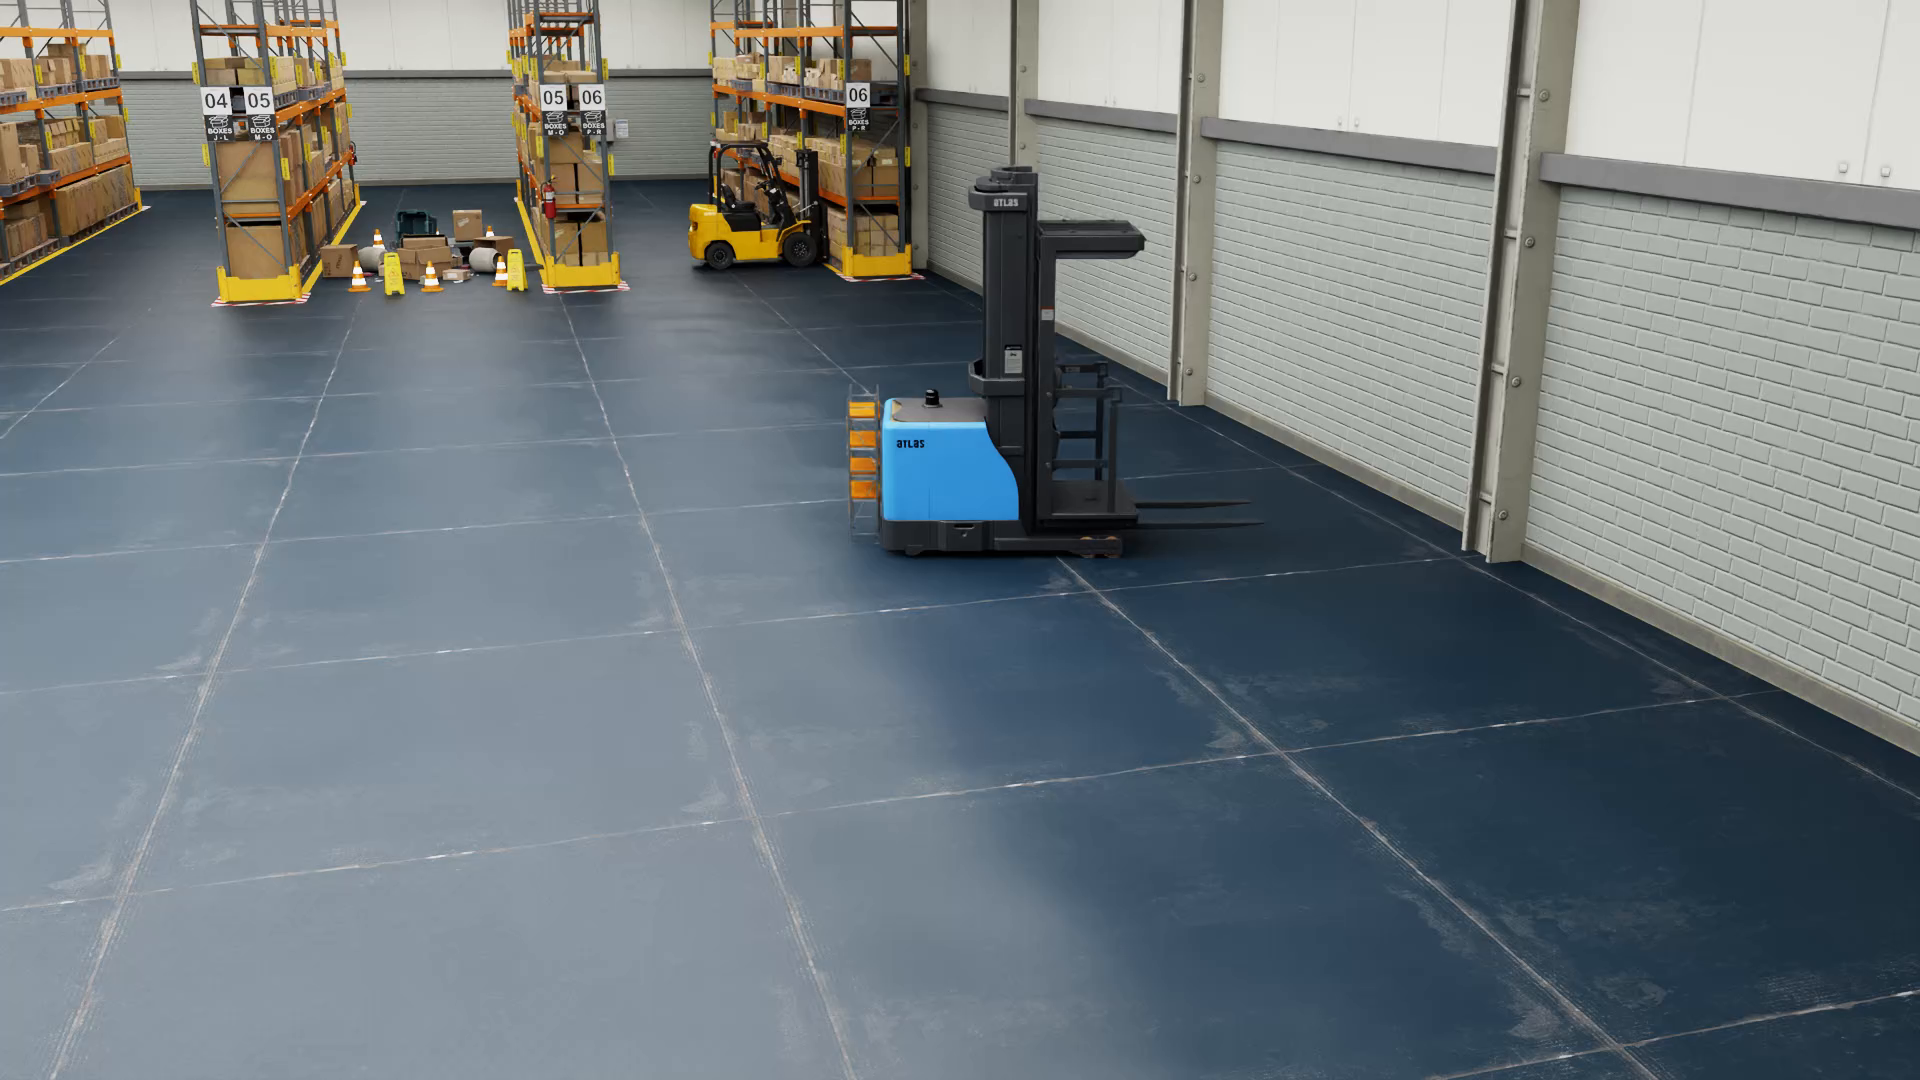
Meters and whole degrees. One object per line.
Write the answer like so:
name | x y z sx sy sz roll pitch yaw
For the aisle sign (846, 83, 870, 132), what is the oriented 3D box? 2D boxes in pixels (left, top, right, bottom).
aisle sign | -1.701 -7.243 27.831 0.394 0.787 0.004 -5 17 -15

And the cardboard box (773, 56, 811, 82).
cardboard box | -3.435 -9.634 34.019 0.700 0.500 0.500 -5 17 -16

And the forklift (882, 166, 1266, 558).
forklift | 0.897 -1.413 13.062 3.031 2.935 1.130 0 17 -1

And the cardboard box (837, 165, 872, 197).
cardboard box | -1.824 -6.202 28.712 0.500 0.500 0.500 -5 17 -16

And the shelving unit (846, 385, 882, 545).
shelving unit | -0.769 -0.610 13.395 0.258 1.200 0.503 -1 17 -1

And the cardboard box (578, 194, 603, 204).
cardboard box | -6.102 -5.636 27.436 0.380 0.149 0.250 -5 17 -15

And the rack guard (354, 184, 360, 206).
rack guard | -15.316 -8.434 40.660 1.175 0.500 0.348 -5 17 -15

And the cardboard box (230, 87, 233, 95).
cardboard box | -11.425 -6.927 25.616 0.380 0.149 0.250 -5 17 -15

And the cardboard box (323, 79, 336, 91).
cardboard box | -14.111 -10.059 36.773 0.500 0.250 0.500 -4 17 -12

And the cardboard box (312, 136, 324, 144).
cardboard box | -13.442 -8.312 34.580 0.380 0.149 0.250 -4 17 -14

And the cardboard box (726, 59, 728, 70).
cardboard box | -5.384 -11.506 40.204 0.500 0.250 0.500 -4 17 -14

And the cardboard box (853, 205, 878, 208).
cardboard box | -1.789 -5.970 30.423 0.500 0.250 0.500 -5 17 -16

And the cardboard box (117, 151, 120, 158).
cardboard box | -19.437 -8.813 38.013 0.380 0.149 0.250 -5 17 -16

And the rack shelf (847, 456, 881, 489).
rack shelf | -0.769 -0.546 13.414 0.258 0.148 0.480 -1 17 -1

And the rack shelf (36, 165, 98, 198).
rack shelf | -18.485 -7.284 33.737 1.077 0.370 4.000 -5 17 -15

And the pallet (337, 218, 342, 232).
pallet | -13.683 -6.657 35.246 1.003 0.211 1.213 -5 17 -15

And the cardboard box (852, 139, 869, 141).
cardboard box | -1.914 -7.373 30.965 0.380 0.149 0.250 -5 17 -16

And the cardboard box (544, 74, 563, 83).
cardboard box | -6.585 -7.414 26.756 0.380 0.149 0.250 -5 17 -15

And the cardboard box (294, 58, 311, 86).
cardboard box | -12.391 -8.714 30.956 0.500 0.500 0.500 -5 17 -15

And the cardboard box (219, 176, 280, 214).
cardboard box | -11.085 -5.397 25.945 0.875 0.550 0.550 -5 17 -15

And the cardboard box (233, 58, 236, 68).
cardboard box | -11.636 -7.521 26.208 0.380 0.149 0.250 -5 17 -15

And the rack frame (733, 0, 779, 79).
rack frame | -4.734 -12.232 38.530 1.000 3.000 0.127 -5 17 -15

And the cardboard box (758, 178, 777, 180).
cardboard box | -4.370 -8.124 37.772 0.380 0.149 0.250 -5 17 -15

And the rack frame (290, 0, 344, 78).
rack frame | -15.337 -12.525 39.507 1.000 3.000 0.127 -5 17 -15

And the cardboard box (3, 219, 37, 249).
cardboard box | -17.404 -5.596 30.448 0.700 0.500 0.500 -3 17 -11

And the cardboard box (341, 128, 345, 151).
cardboard box | -14.378 -9.171 38.079 0.500 0.500 0.500 -5 17 -16

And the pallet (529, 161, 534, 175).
pallet | -8.108 -7.578 33.799 1.213 0.211 1.003 -5 17 -15

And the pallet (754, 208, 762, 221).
pallet | -4.135 -7.463 37.930 1.003 0.211 1.213 -5 17 -15

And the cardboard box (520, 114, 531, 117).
cardboard box | -9.495 -9.209 36.983 0.500 0.500 0.500 -5 17 -16

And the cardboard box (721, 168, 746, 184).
cardboard box | -5.757 -9.294 42.787 0.797 0.503 0.637 -5 18 -17

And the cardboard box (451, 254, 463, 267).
cardboard box | -9.147 -5.048 29.795 0.396 0.266 0.258 11 20 32

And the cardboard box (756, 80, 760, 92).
cardboard box | -4.148 -9.878 36.171 0.500 0.250 0.500 -5 17 -15

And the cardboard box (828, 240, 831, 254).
cardboard box | -2.126 -5.306 29.951 0.500 0.250 0.500 -5 17 -15

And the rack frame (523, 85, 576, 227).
rack frame | -8.407 -7.859 34.400 1.000 3.000 0.127 -5 17 -15

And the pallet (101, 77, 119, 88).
pallet | -19.920 -10.478 38.059 1.003 0.211 1.213 -5 17 -15

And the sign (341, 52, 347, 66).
sign | -14.798 -11.551 39.939 0.100 0.325 0.005 -5 17 -15

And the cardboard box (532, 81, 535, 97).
cardboard box | -7.033 -7.695 28.385 0.500 0.250 0.500 -5 17 -15

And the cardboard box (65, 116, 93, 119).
cardboard box | -20.124 -9.425 38.056 0.500 0.500 0.500 -5 17 -17

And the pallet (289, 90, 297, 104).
pallet | -11.824 -7.500 28.145 1.003 0.211 1.213 -5 17 -15

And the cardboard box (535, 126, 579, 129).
cardboard box | -6.933 -6.861 28.651 0.700 0.500 0.500 -5 17 -16

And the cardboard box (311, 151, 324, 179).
cardboard box | -12.621 -7.246 32.186 0.500 0.500 0.500 -5 17 -15

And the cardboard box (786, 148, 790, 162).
cardboard box | -3.200 -7.712 33.305 0.500 0.250 0.500 -4 17 -14

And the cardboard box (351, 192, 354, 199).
cardboard box | -14.824 -8.296 40.080 0.380 0.149 0.250 -4 17 -14

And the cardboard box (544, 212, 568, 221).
cardboard box | -6.844 -5.497 28.156 0.380 0.149 0.250 -4 17 -14

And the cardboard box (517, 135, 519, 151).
cardboard box | -10.461 -9.684 40.303 0.500 0.500 0.500 -5 17 -16

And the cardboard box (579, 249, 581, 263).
cardboard box | -6.297 -4.917 28.656 0.500 0.250 0.500 -4 17 -13

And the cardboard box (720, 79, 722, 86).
cardboard box | -5.770 -11.383 41.355 0.380 0.149 0.250 -5 17 -15

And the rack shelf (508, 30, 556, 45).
rack shelf | -10.055 -11.855 39.223 1.077 0.370 4.000 -5 17 -15

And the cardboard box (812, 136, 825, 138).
cardboard box | -3.025 -8.334 34.682 0.380 0.149 0.250 -5 17 -16

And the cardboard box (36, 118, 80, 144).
cardboard box | -18.851 -8.534 34.730 0.797 0.503 0.637 -5 17 -17

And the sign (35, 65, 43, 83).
sign | -17.413 -8.802 31.426 0.100 0.325 0.005 -5 17 -15

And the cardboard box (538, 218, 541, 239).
cardboard box | -7.655 -6.038 32.177 0.950 0.372 0.625 -4 17 -12

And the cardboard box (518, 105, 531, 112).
cardboard box | -9.896 -9.862 38.031 0.380 0.149 0.250 -5 17 -16

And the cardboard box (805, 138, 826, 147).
cardboard box | -2.733 -7.535 31.504 0.380 0.149 0.250 -4 17 -14
